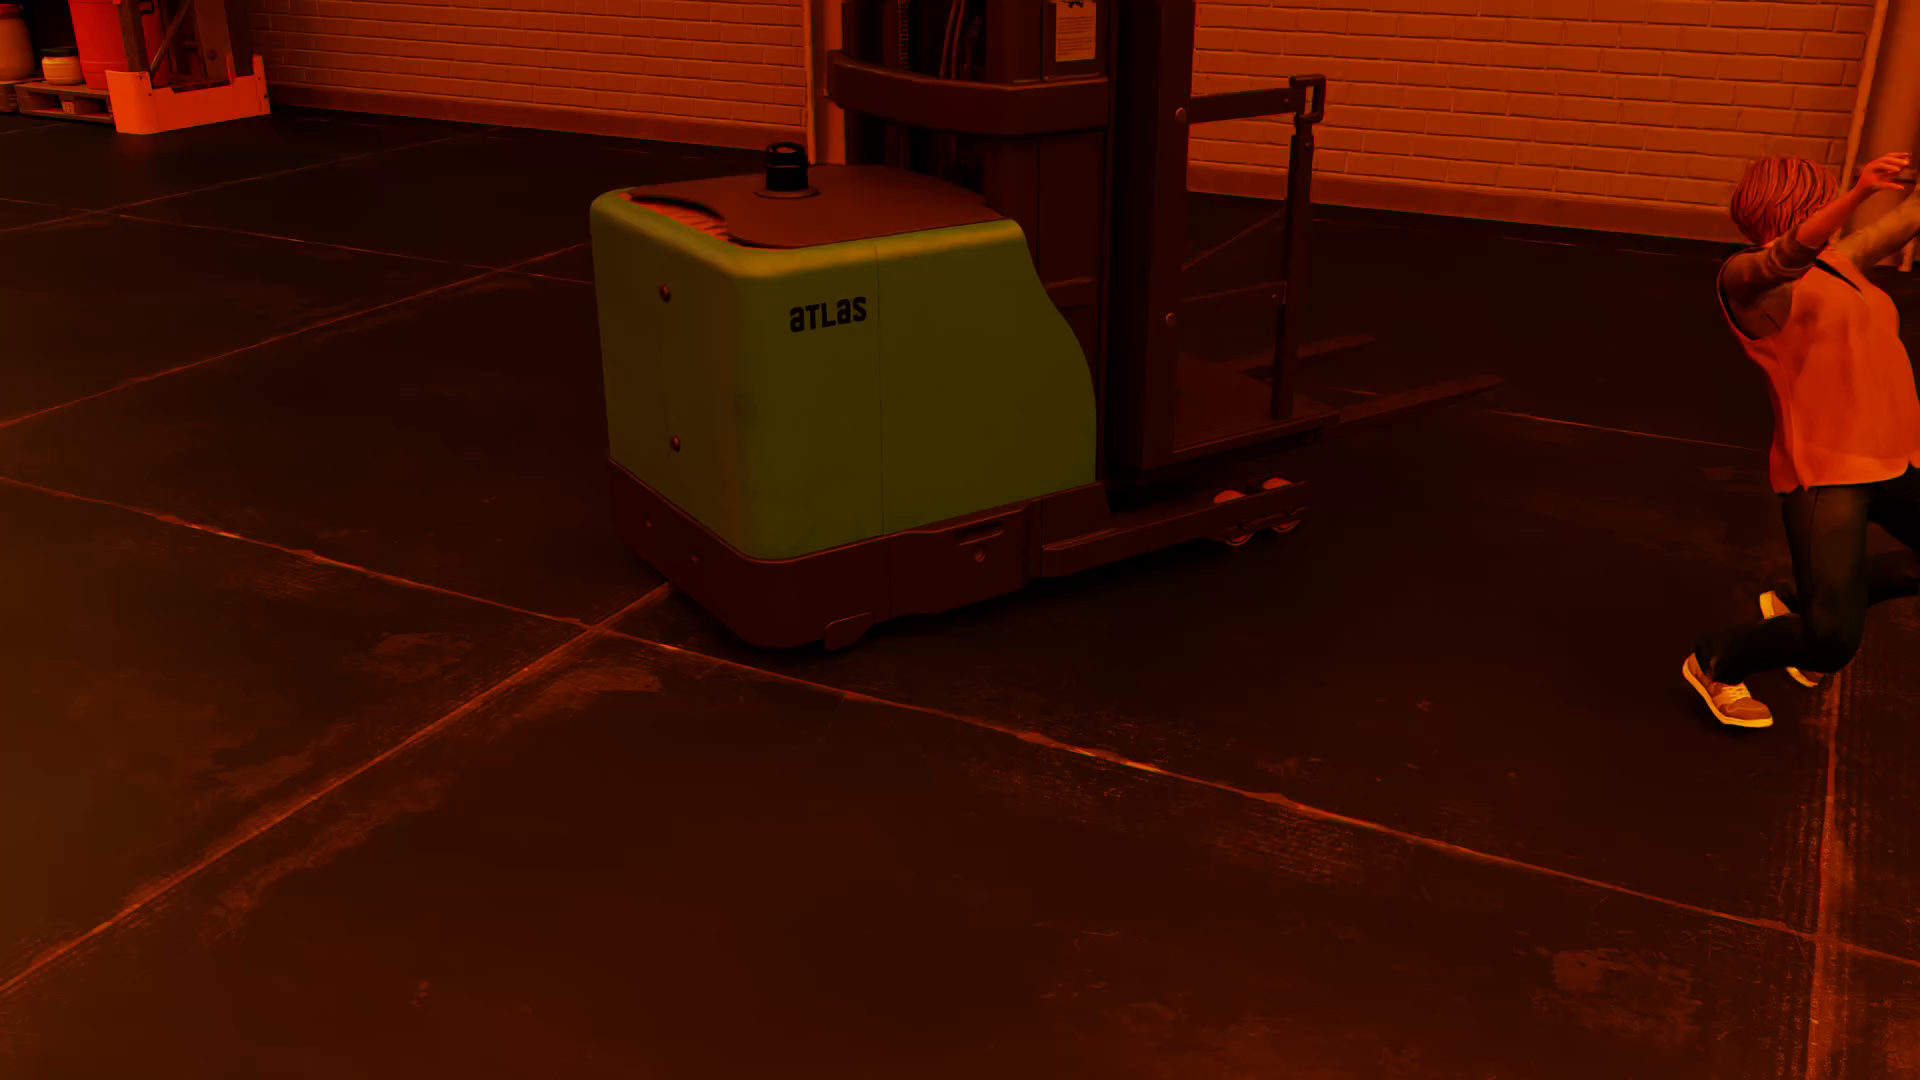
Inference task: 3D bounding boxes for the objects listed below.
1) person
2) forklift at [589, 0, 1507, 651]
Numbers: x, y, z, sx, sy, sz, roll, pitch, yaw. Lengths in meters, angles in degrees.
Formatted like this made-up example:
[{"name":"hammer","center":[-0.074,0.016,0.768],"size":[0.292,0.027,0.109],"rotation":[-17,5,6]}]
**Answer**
[{"name":"person","center":[1.916,-0.551,3.662],"size":[0.813,0.925,0.587],"rotation":[-15,27,-32]},{"name":"forklift","center":[0.472,-1.488,4.821],"size":[3.031,2.935,1.130],"rotation":[-15,27,-31]}]
